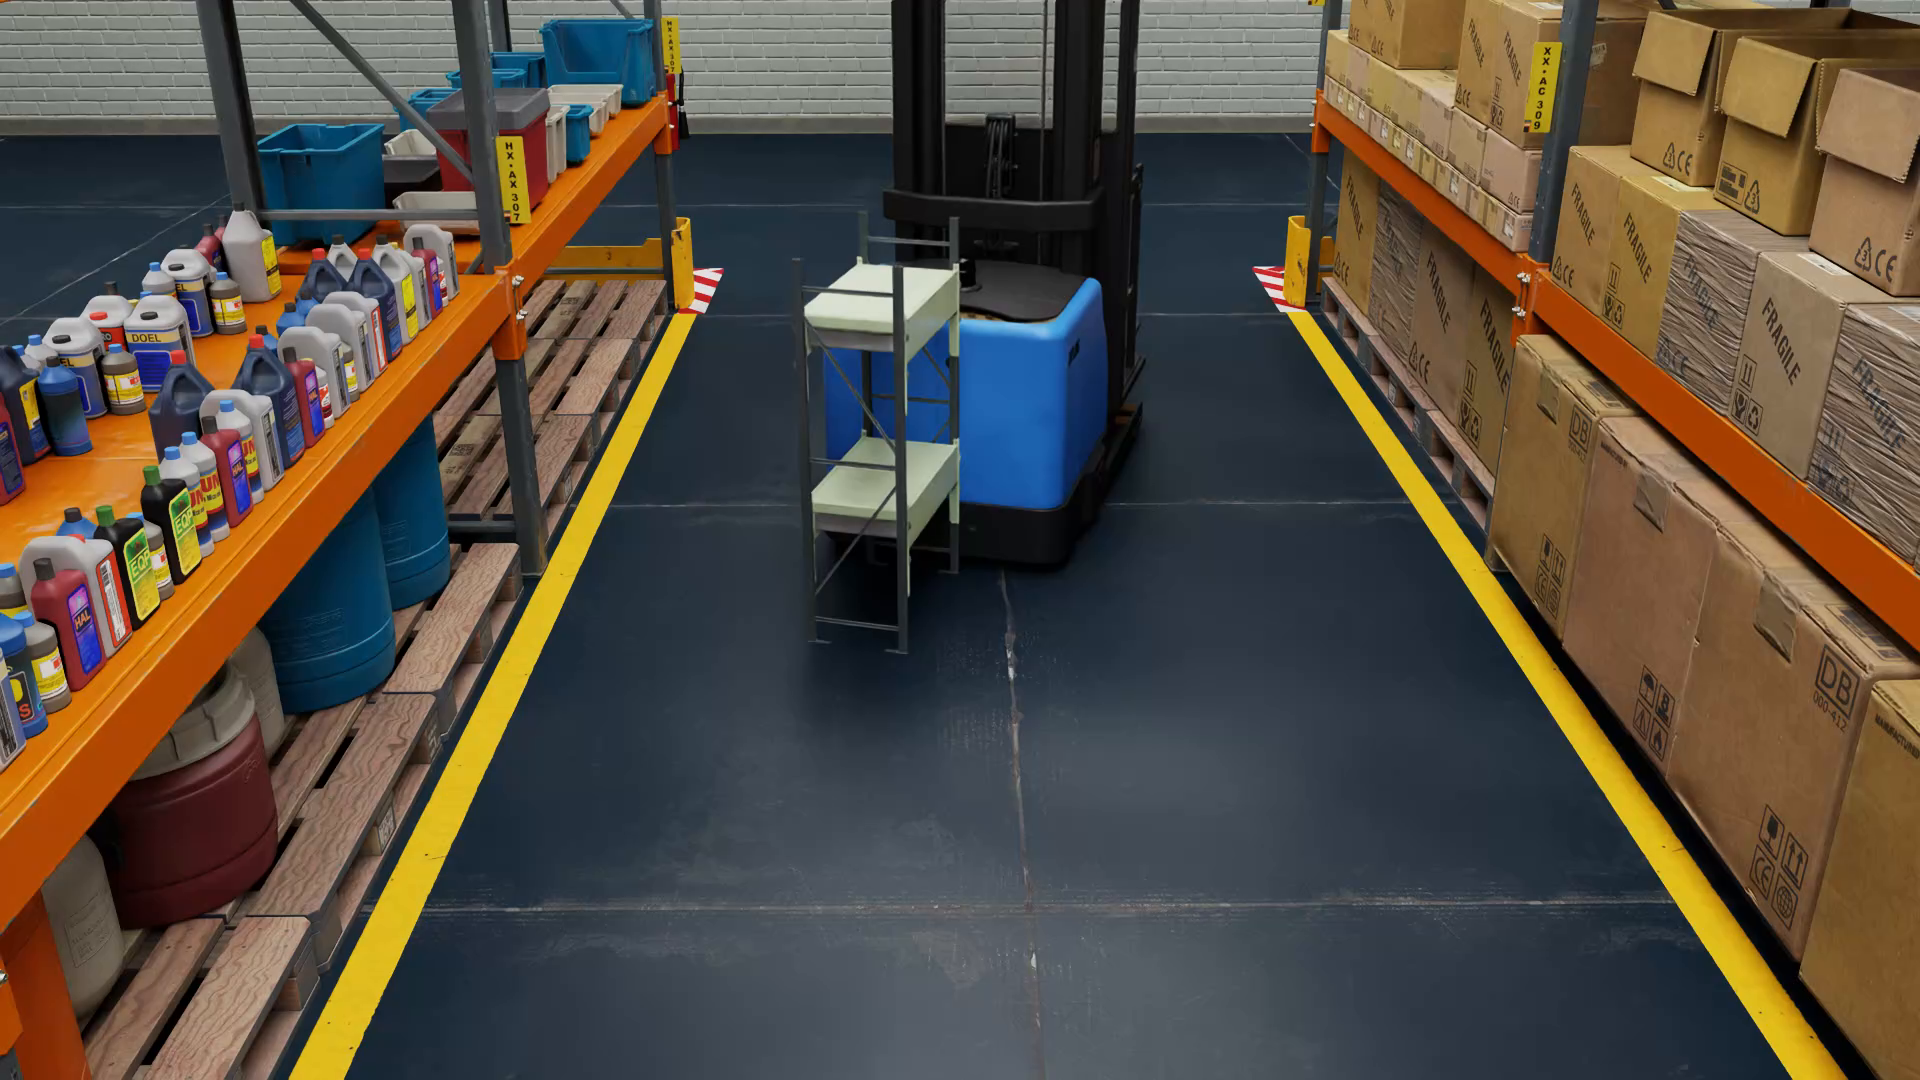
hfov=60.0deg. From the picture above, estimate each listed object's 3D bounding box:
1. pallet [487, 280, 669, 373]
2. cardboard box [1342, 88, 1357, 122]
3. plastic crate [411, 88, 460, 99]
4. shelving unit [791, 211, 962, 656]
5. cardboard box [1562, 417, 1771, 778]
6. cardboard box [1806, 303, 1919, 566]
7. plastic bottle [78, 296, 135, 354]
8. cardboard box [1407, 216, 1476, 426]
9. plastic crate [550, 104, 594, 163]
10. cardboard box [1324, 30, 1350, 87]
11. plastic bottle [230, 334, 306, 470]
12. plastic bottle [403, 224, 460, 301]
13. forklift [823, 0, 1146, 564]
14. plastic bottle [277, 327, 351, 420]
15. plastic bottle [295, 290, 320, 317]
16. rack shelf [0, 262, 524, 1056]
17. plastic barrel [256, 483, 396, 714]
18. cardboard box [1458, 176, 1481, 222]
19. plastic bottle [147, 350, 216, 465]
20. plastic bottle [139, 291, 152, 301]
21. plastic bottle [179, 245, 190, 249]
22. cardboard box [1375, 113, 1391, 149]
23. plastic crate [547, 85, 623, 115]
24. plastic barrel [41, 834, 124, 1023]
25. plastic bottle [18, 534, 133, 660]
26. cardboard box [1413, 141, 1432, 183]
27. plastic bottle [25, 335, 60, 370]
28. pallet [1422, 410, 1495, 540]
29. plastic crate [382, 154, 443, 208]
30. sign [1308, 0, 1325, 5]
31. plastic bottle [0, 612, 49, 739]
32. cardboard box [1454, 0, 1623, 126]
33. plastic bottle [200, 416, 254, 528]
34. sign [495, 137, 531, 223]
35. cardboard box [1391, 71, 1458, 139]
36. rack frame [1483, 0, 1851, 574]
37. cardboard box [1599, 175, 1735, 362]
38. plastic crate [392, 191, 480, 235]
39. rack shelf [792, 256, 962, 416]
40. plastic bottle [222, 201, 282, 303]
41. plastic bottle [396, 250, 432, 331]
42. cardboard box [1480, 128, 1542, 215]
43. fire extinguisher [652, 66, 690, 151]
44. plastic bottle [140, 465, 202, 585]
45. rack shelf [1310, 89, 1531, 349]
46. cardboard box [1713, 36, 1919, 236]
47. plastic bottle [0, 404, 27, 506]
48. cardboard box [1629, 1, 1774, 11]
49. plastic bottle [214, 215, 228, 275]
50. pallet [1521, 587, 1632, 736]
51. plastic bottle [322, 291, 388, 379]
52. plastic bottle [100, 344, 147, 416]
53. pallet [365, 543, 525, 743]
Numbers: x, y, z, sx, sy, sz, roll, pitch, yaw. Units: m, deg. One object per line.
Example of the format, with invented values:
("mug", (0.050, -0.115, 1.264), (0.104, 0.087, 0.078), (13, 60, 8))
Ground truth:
("pallet", (-2.308, -1.268, 9.797), (1.003, 0.211, 1.213), (0, 24, -1))
("cardboard box", (2.355, -2.427, 9.281), (0.380, 0.149, 0.250), (-1, 24, -2))
("plastic crate", (-2.591, -2.184, 8.568), (0.416, 0.233, 0.300), (0, 24, -1))
("shelving unit", (-0.294, -0.417, 6.351), (0.431, 1.500, 0.755), (6, 25, 14))
("cardboard box", (2.755, 0.156, 5.333), (1.225, 0.875, 0.875), (-1, 24, -2))
("cardboard box", (2.500, -0.271, 4.088), (0.500, 0.500, 0.500), (-1, 24, -2))
("plastic bottle", (-2.601, -0.600, 5.086), (0.152, 0.276, 0.135), (0, 24, -1))
("cardboard box", (2.781, -1.119, 8.152), (0.875, 0.875, 0.875), (0, 24, -1))
("plastic crate", (-2.000, -1.984, 8.128), (0.416, 0.233, 0.300), (0, 24, -1))
("cardboard box", (2.409, -2.769, 9.553), (0.500, 0.250, 0.500), (-1, 24, -2))
("plastic bottle", (-1.886, -0.376, 4.502), (0.144, 0.351, 0.185), (0, 24, -1))
("plastic bottle", (-1.907, -1.013, 5.999), (0.152, 0.276, 0.135), (0, 24, -1))
("forklift", (0.300, -1.819, 7.715), (1.130, 2.935, 3.031), (6, 25, 14))
("plastic bottle", (-1.894, -0.503, 4.873), (0.152, 0.276, 0.135), (0, 24, -1))
("plastic bottle", (-2.022, -0.644, 5.190), (0.097, 0.271, 0.097), (0, 24, 0))
("rack shelf", (-2.213, -0.078, 4.656), (1.077, 0.370, 4.000), (0, 24, -1))
("plastic barrel", (-2.238, 0.051, 5.535), (0.600, 0.901, 0.708), (0, 24, -1))
("cardboard box", (2.381, -1.474, 7.174), (0.380, 0.149, 0.250), (-1, 24, -1))
("plastic bottle", (-2.036, -0.320, 4.378), (0.144, 0.351, 0.185), (0, 24, -1))
("plastic bottle", (-2.632, -0.708, 5.417), (0.097, 0.201, 0.097), (0, 24, 0))
("plastic bottle", (-2.636, -0.876, 5.703), (0.097, 0.271, 0.097), (0, 24, 0))
("cardboard box", (2.364, -2.109, 8.577), (0.380, 0.149, 0.250), (-1, 24, -1))
("plastic crate", (-2.089, -2.450, 9.275), (0.396, 0.136, 0.243), (0, 24, -1))
("plastic barrel", (-2.309, 0.927, 4.071), (0.421, 0.512, 0.421), (0, 24, 0))
("plastic bottle", (-1.878, 0.104, 3.530), (0.152, 0.276, 0.135), (0, 24, -1))
("cardboard box", (2.372, -1.792, 7.876), (0.380, 0.149, 0.250), (-1, 24, -1))
("plastic bottle", (-2.624, -0.454, 4.770), (0.097, 0.271, 0.097), (0, 24, 0))
("pallet", (2.788, -0.295, 7.647), (1.003, 0.211, 1.213), (0, 24, -1))
("plastic crate", (-2.516, -1.592, 7.391), (0.437, 0.125, 0.590), (0, 24, -1))
("sign", (2.119, -3.331, 9.828), (0.100, 0.325, 0.005), (0, 24, -1))
("plastic bottle", (-1.847, 0.249, 3.215), (0.097, 0.271, 0.097), (0, 24, 0))
("cardboard box", (2.444, -2.056, 7.067), (0.500, 0.500, 0.500), (0, 24, 0))
("plastic bottle", (-1.840, -0.185, 4.160), (0.061, 0.283, 0.133), (0, 24, -1))
("sign", (-1.685, -1.358, 6.276), (0.100, 0.325, 0.005), (0, 24, -1))
("cardboard box", (2.434, -2.133, 8.146), (0.500, 0.250, 0.500), (-1, 24, -2))
("rack frame", (2.718, -1.252, 6.379), (1.000, 3.000, 0.127), (0, 24, -1))
("cardboard box", (2.479, -0.900, 5.479), (0.500, 0.500, 0.500), (0, 24, 0))
("plastic crate", (-2.097, -1.330, 6.797), (0.396, 0.136, 0.243), (0, 24, -1))
("rack shelf", (-0.294, -0.772, 6.190), (0.431, 0.370, 0.720), (6, 25, 14))
("plastic bottle", (-2.555, -1.044, 5.979), (0.144, 0.351, 0.185), (0, 24, -1))
("plastic bottle", (-1.903, -0.862, 5.667), (0.152, 0.276, 0.135), (0, 24, -1))
("cardboard box", (2.450, -1.500, 6.748), (0.500, 0.250, 0.500), (-1, 24, -2))
("fire extinguisher", (-1.826, -2.737, 10.209), (0.296, 0.674, 0.183), (0, 24, -1))
("plastic bottle", (-1.836, -0.050, 3.861), (0.061, 0.283, 0.133), (0, 24, -1))
("rack shelf", (2.696, -1.749, 8.349), (1.077, 0.370, 4.000), (0, 24, -1))
("cardboard box", (2.729, -1.209, 4.944), (0.797, 0.503, 0.637), (0, 24, 0))
("plastic bottle", (-2.493, -0.241, 4.285), (0.061, 0.283, 0.133), (0, 24, -1))
("cardboard box", (2.968, -1.860, 6.633), (0.500, 0.500, 0.500), (0, 24, -1))
("plastic bottle", (-2.658, -1.024, 6.015), (0.061, 0.283, 0.133), (0, 24, -1))
("pallet", (2.801, 0.336, 6.251), (1.003, 0.211, 1.213), (0, 24, -1))
("plastic bottle", (-1.898, -0.654, 5.207), (0.152, 0.276, 0.135), (0, 24, -1))
("plastic bottle", (-2.474, -0.478, 4.908), (0.097, 0.201, 0.097), (0, 24, 0))
("pallet", (-2.268, 0.359, 6.201), (1.003, 0.211, 1.213), (0, 24, -1))
